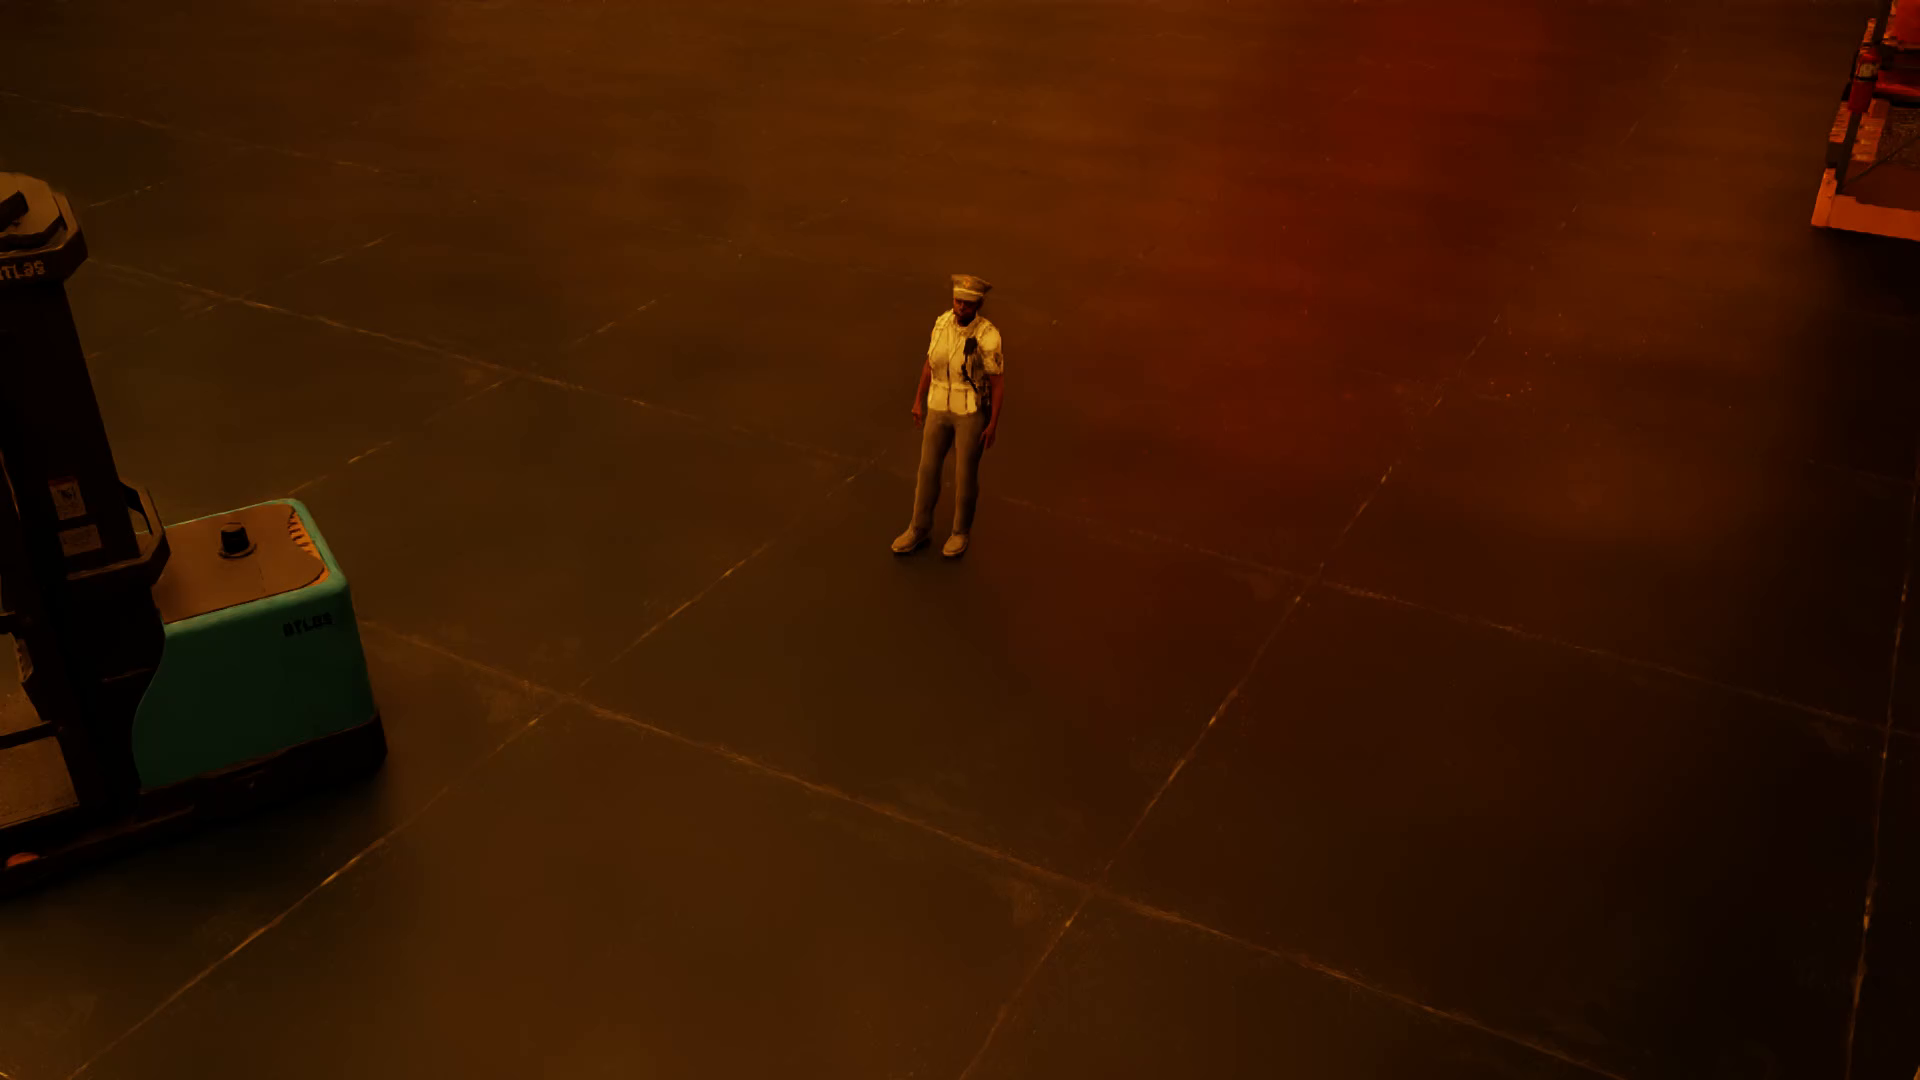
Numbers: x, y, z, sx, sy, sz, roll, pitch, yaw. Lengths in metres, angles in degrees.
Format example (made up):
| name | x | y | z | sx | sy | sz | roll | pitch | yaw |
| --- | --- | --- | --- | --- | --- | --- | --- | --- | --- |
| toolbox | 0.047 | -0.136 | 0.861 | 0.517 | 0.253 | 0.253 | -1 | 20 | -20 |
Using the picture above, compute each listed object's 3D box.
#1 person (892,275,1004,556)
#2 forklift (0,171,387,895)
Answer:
| name | x | y | z | sx | sy | sz | roll | pitch | yaw |
| --- | --- | --- | --- | --- | --- | --- | --- | --- | --- |
| person | -0.053 | -0.712 | 9.527 | 0.570 | 1.693 | 0.529 | 15 | 33 | 25 |
| forklift | -4.306 | 0.022 | 7.033 | 3.031 | 2.935 | 1.130 | -17 | 34 | -27 |
